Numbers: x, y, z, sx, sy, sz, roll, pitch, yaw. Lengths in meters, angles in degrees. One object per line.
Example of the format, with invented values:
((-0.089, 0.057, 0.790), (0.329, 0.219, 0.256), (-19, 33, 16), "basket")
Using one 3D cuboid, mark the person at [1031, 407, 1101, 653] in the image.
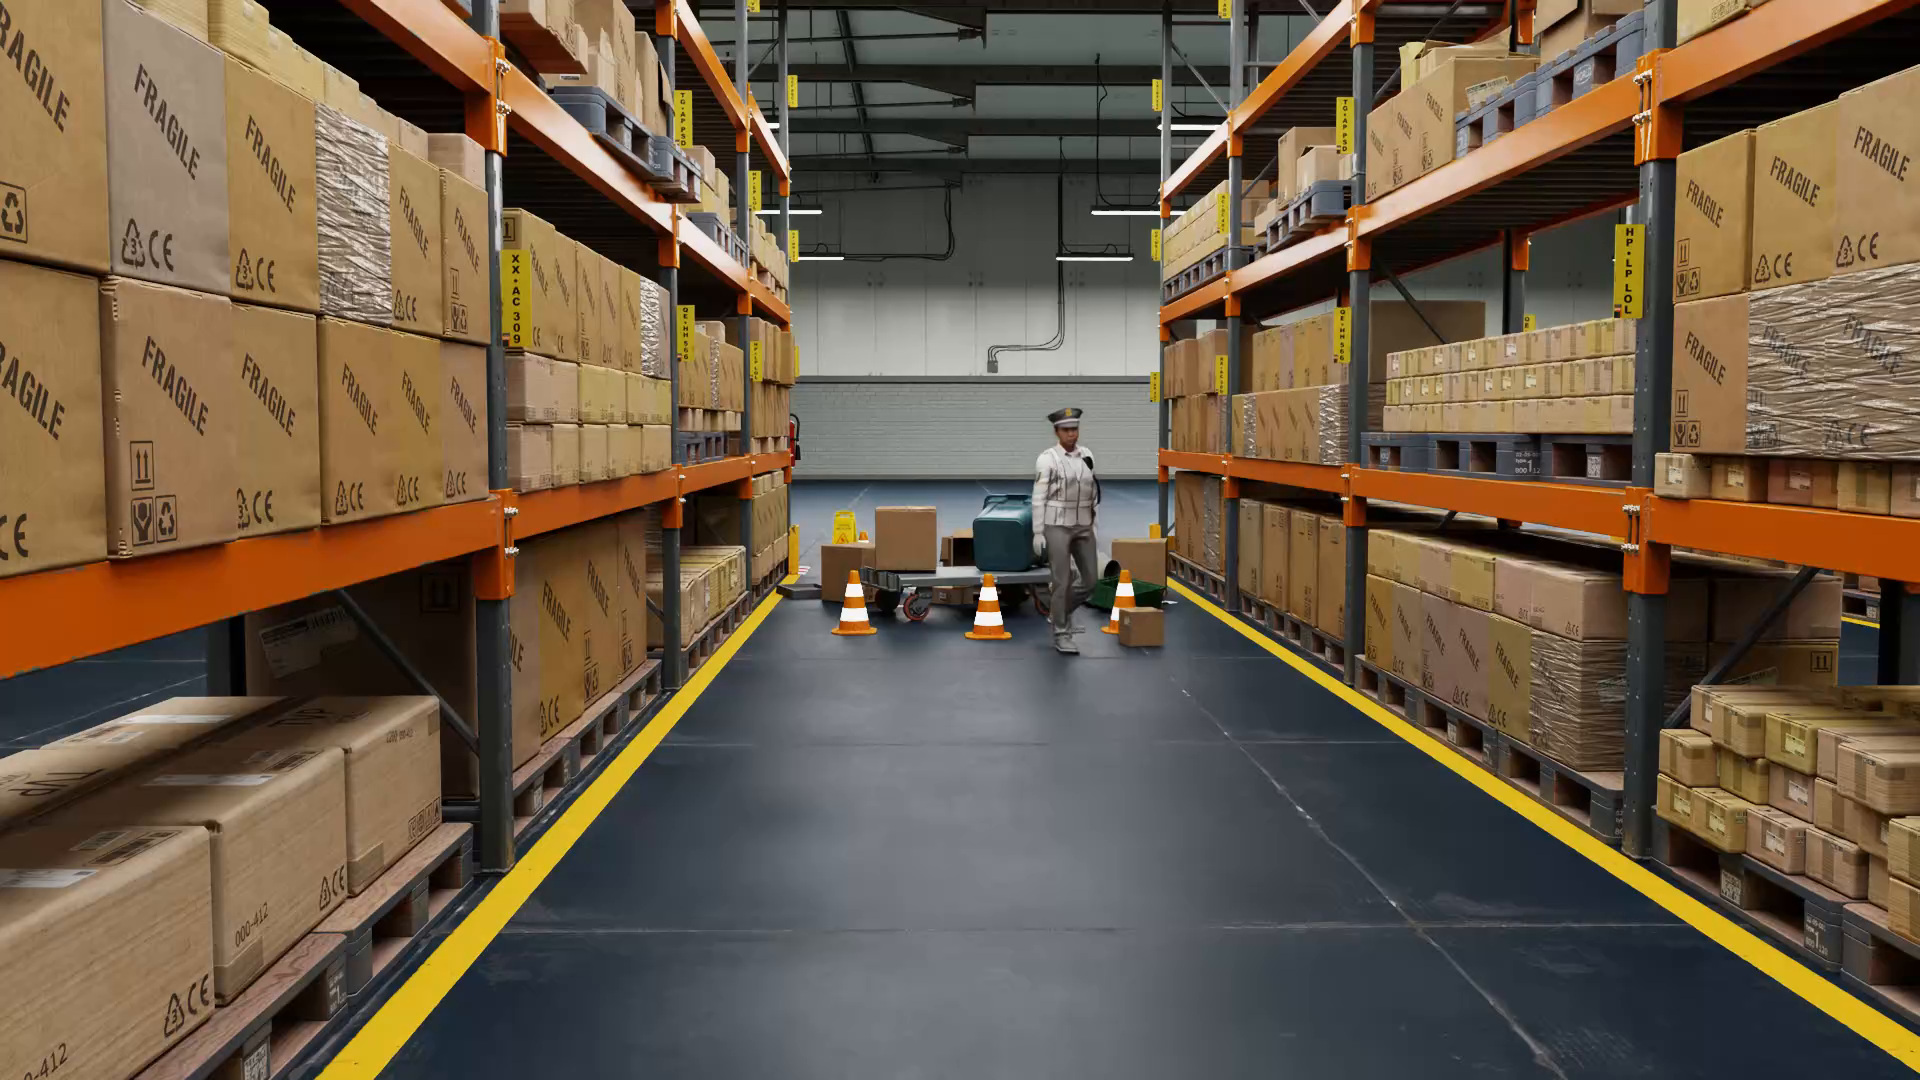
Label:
((0.706, -0.072, 11.466), (0.534, 1.674, 0.537), (-2, 4, -29), "person")
